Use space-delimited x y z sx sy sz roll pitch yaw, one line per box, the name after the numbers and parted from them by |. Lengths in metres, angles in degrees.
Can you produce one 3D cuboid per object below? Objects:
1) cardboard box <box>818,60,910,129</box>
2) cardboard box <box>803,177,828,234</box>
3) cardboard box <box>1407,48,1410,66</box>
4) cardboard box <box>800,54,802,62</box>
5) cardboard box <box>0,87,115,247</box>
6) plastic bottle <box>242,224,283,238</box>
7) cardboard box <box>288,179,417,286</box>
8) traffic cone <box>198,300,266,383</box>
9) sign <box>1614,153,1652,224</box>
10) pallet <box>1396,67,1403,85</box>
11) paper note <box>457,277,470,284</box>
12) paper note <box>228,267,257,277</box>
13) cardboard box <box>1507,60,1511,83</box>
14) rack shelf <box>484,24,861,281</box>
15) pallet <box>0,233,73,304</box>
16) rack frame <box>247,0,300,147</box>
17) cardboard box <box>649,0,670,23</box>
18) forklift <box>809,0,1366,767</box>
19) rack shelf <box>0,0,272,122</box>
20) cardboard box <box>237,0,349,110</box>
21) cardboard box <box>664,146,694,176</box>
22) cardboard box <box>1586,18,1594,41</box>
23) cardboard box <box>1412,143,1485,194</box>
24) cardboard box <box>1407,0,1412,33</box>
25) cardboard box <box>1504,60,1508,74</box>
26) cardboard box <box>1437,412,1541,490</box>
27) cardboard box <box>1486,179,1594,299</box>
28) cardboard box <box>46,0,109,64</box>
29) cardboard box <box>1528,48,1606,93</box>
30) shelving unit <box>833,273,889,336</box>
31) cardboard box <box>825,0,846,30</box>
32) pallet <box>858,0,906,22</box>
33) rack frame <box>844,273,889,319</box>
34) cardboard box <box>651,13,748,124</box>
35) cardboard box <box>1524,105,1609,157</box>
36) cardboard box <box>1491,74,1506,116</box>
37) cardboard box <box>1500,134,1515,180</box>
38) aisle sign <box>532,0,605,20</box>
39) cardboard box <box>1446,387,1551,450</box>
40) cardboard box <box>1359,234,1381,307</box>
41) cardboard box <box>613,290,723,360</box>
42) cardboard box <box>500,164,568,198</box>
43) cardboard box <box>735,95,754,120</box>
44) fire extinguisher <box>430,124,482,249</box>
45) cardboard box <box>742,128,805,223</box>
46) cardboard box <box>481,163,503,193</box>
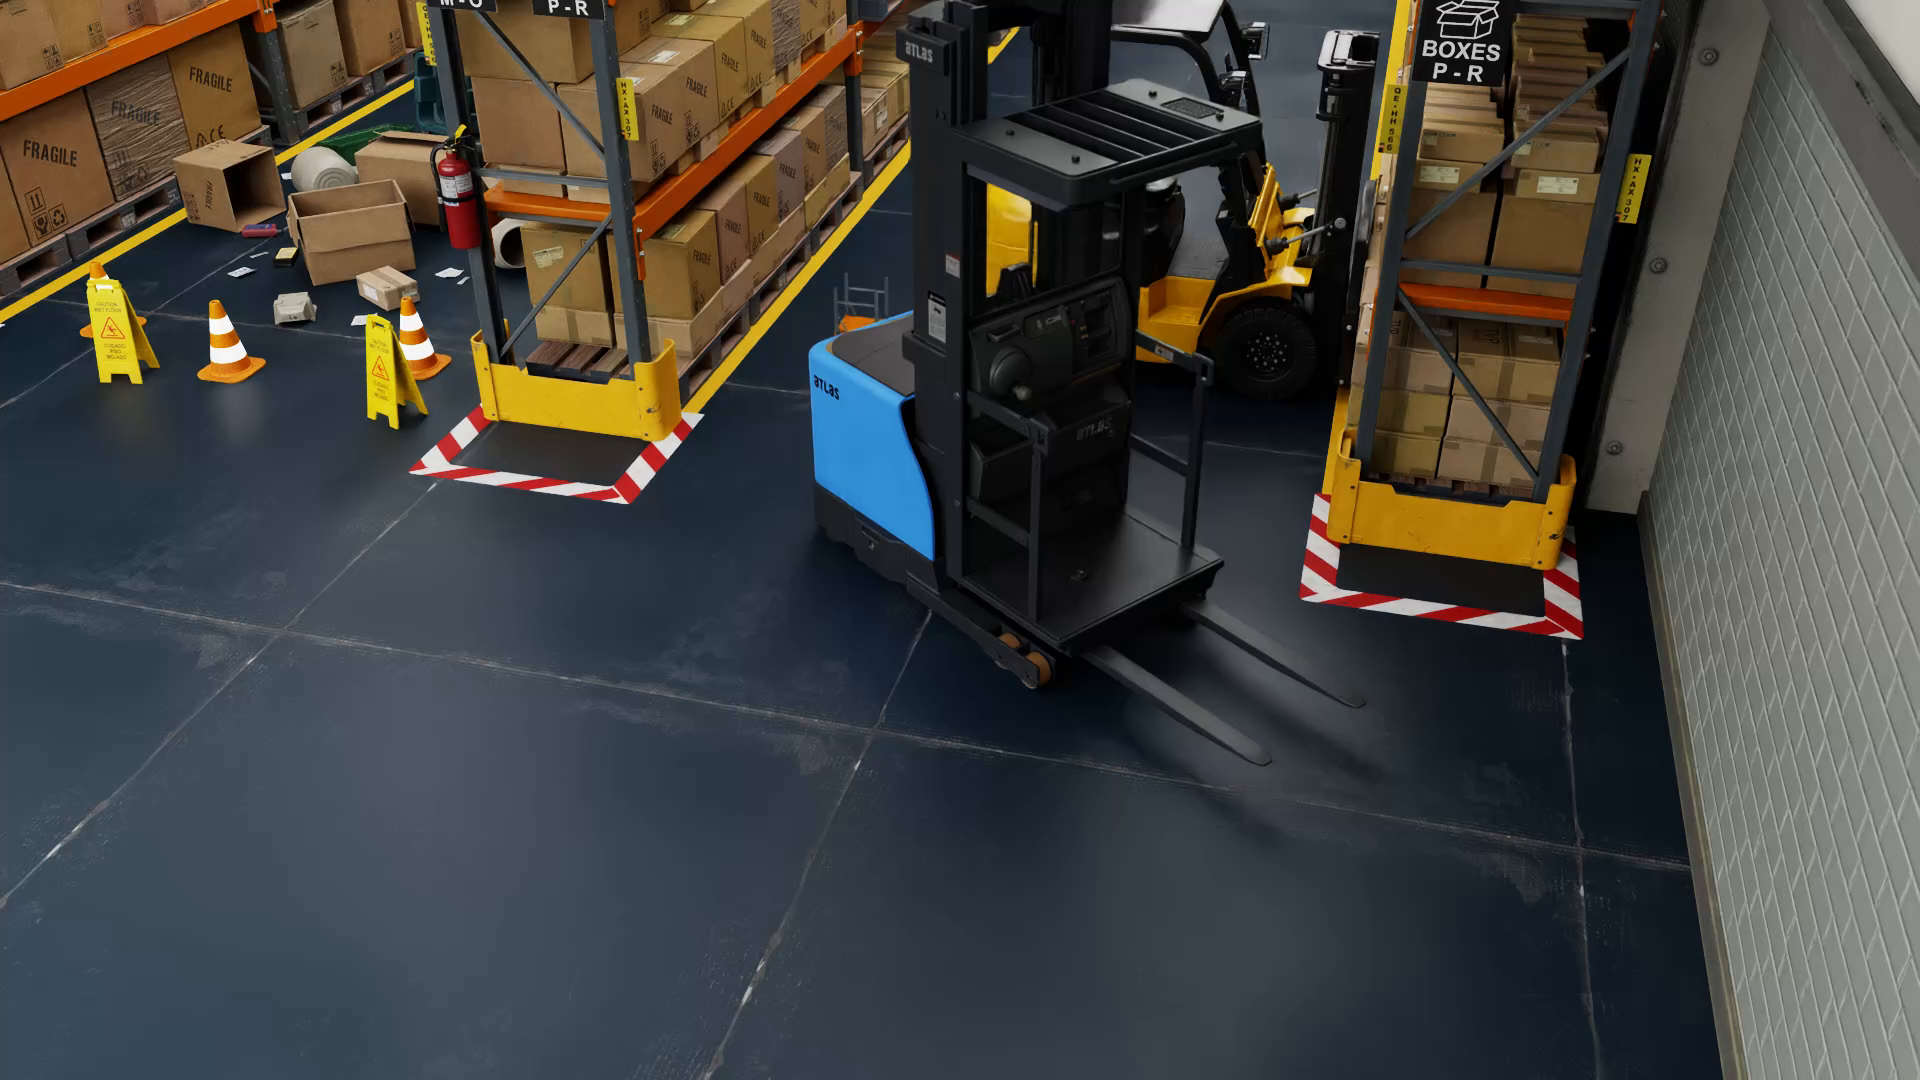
-0.940 -3.749 13.909 0.950 0.372 0.625 10 34 15 | cardboard box
-1.266 -2.430 11.948 0.500 0.250 0.500 7 33 11 | cardboard box
3.071 -2.936 10.479 0.500 0.500 0.500 9 33 13 | cardboard box
-1.312 -3.338 11.439 0.380 0.149 0.250 8 33 12 | cardboard box
-6.749 -2.679 11.757 0.875 0.875 0.875 8 33 12 | cardboard box
-5.144 -2.288 12.292 0.283 0.061 0.133 -3 33 -4 | plastic bottle
-4.268 -2.161 11.681 0.797 0.503 0.637 -14 35 -21 | cardboard box
-4.564 -1.262 10.303 0.336 0.463 0.334 8 33 12 | traffic cone
3.072 -1.605 7.598 0.100 0.325 0.005 8 33 12 | sign
4.320 -3.838 14.590 1.003 0.211 1.213 8 33 12 | pallet
-3.459 -1.808 11.585 0.032 0.001 0.123 8 33 12 | paper note
-5.049 -1.888 11.692 0.144 0.017 0.142 20 38 29 | paper note
3.328 -2.675 9.464 0.380 0.149 0.250 7 33 11 | cardboard box
-1.758 -2.693 10.861 1.077 0.370 4.000 8 33 12 | rack shelf
-6.952 -1.829 11.430 1.003 0.211 1.213 8 33 12 | pallet
-6.064 -4.656 13.278 1.000 3.000 0.127 8 33 12 | rack frame
-2.181 -3.384 9.974 0.700 0.500 0.500 8 33 12 | cardboard box
0.550 -0.857 7.366 1.130 2.935 3.031 -24 39 -32 | forklift
-6.571 -3.315 11.838 1.077 0.370 4.000 8 33 12 | rack shelf
-5.993 -4.218 14.295 1.050 0.750 0.750 8 33 12 | cardboard box
-1.783 -2.260 9.744 0.380 0.149 0.250 7 33 11 | cardboard box
3.517 -3.061 9.794 0.380 0.149 0.250 7 33 12 | cardboard box
2.354 -1.819 8.117 0.380 0.149 0.250 8 33 13 | cardboard box
3.549 -3.856 12.160 0.500 0.250 0.500 8 33 12 | cardboard box
3.450 -2.609 9.965 0.500 0.500 0.500 7 33 11 | cardboard box
2.851 -0.530 8.959 0.500 0.250 0.500 8 33 13 | cardboard box
2.931 -1.546 8.293 0.500 0.500 0.500 9 34 14 | cardboard box
-6.552 -3.685 11.611 0.875 0.550 0.500 8 33 12 | cardboard box
3.263 -2.531 8.960 0.380 0.149 0.250 7 33 11 | cardboard box
-0.513 -0.830 8.938 0.258 1.200 0.189 8 33 12 | shelving unit
-1.122 -3.938 11.778 0.500 0.500 0.500 7 33 11 | cardboard box
-0.916 -4.330 12.945 1.003 0.211 1.213 8 33 12 | pallet
-0.491 -0.878 9.012 0.240 1.200 0.006 8 33 12 | rack frame
-1.620 -2.868 10.096 0.500 0.500 0.500 7 33 11 | cardboard box
2.957 -2.001 8.127 0.380 0.149 0.250 9 34 14 | cardboard box
2.632 -2.332 8.647 0.380 0.149 0.250 8 33 13 | cardboard box
2.875 -1.878 8.211 0.380 0.149 0.250 8 33 12 | cardboard box
-1.981 -2.982 8.221 0.394 0.787 0.004 8 33 12 | aisle sign
2.857 -0.728 8.805 0.500 0.250 0.500 9 33 13 | cardboard box
2.594 -1.534 9.607 0.500 0.250 0.500 8 33 13 | cardboard box
-1.793 -1.357 10.260 0.500 0.250 0.500 8 33 12 | cardboard box
-2.377 -2.076 9.454 0.380 0.149 0.250 9 34 14 | cardboard box
-1.536 -2.803 10.597 0.380 0.149 0.250 7 33 11 | cardboard box
-2.740 -1.930 9.061 0.296 0.674 0.183 8 33 12 | fire extinguisher
-1.397 -2.495 11.352 0.500 0.500 0.500 10 34 15 | cardboard box
-3.533 -2.750 12.829 0.258 0.266 0.396 -14 35 -21 | cardboard box
